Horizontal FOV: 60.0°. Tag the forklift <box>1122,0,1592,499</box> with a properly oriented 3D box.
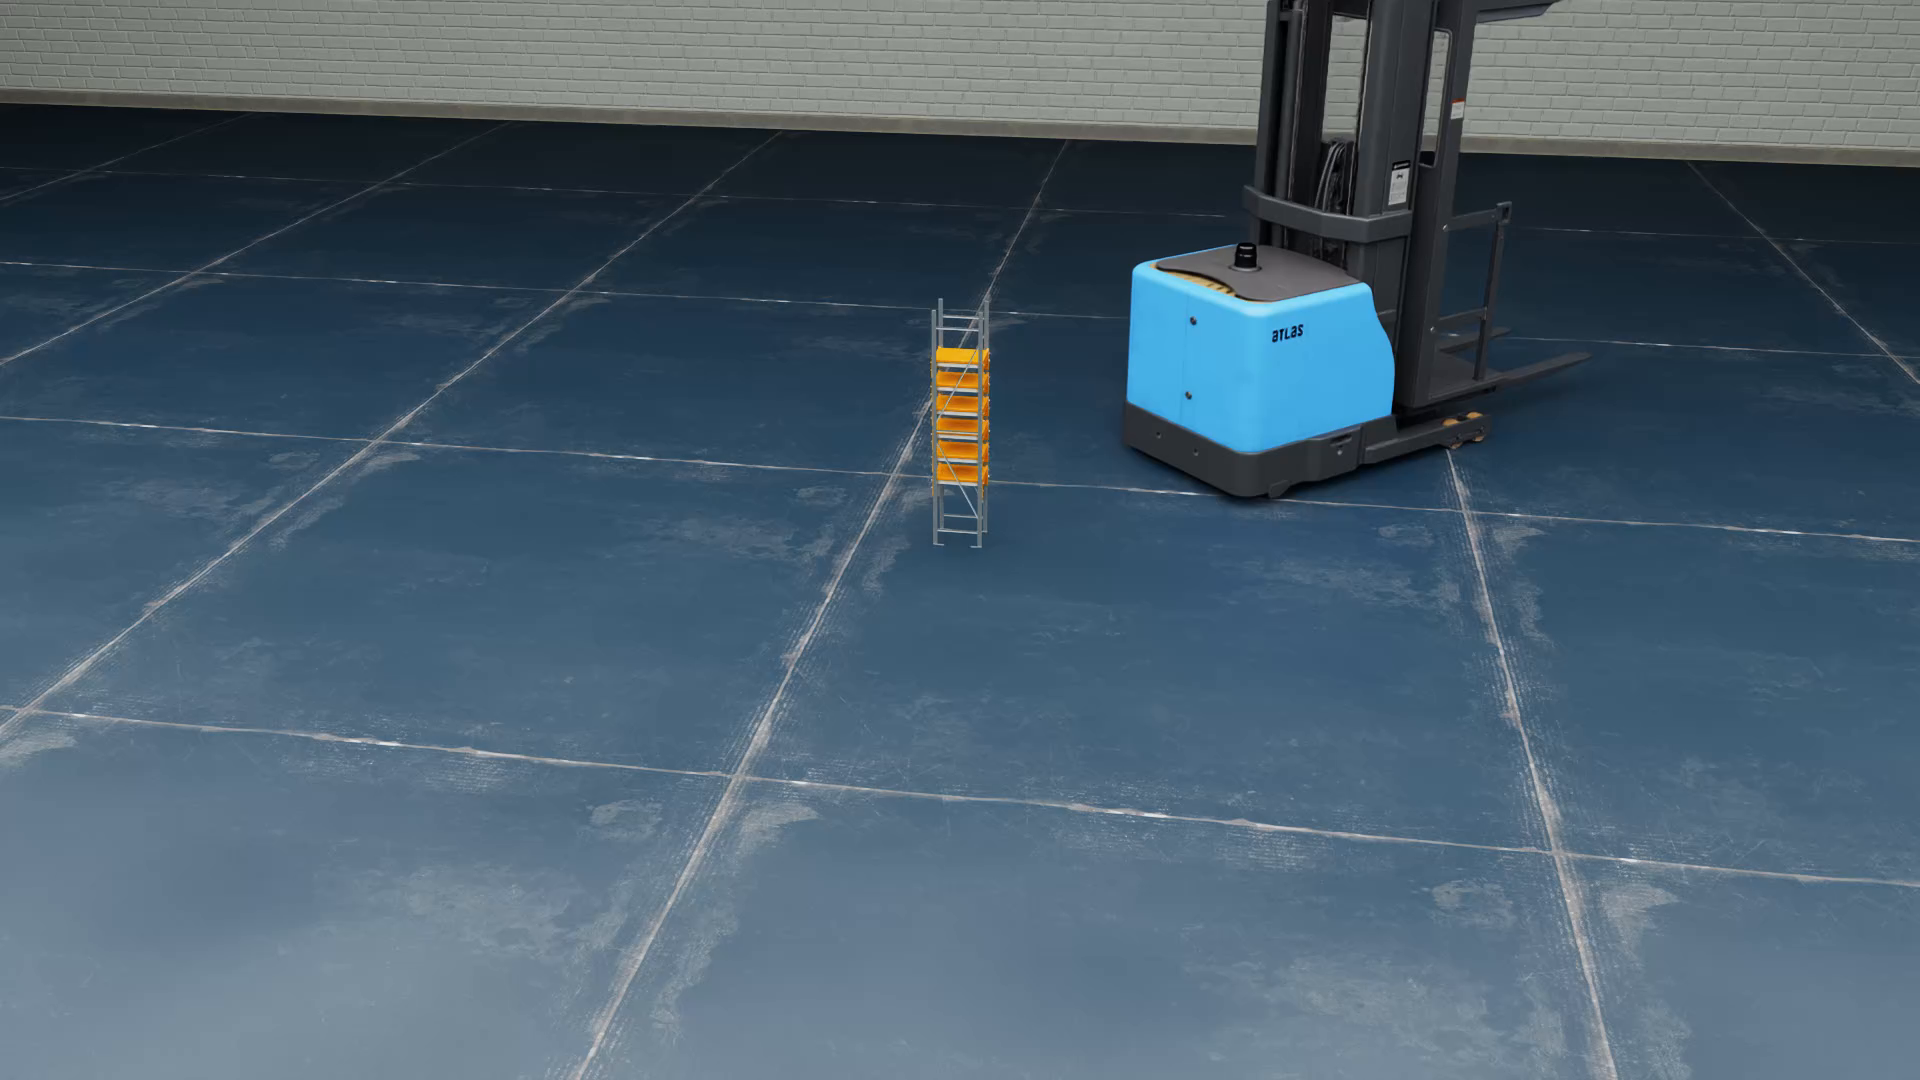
[{"bbox_3d":[2.411,-2.008,9.083,3.031,2.935,1.130,-16,29,-30],"label":"forklift"}]

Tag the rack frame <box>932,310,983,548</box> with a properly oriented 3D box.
[{"bbox_3d":[-0.013,-0.511,7.927,0.240,1.200,0.006,4,25,9],"label":"rack frame"}]

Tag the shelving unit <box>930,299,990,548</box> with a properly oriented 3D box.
[{"bbox_3d":[0.002,-0.549,8.009,0.258,1.200,0.189,4,25,9],"label":"shelving unit"}]

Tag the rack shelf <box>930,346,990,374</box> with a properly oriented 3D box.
[{"bbox_3d":[0.002,-0.835,7.875,0.258,0.103,0.180,4,25,9],"label":"rack shelf"}]

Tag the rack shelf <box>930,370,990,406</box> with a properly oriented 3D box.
[{"bbox_3d":[0.002,-0.727,7.926,0.258,0.103,0.180,4,25,9],"label":"rack shelf"}]

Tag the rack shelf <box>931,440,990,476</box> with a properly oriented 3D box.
[{"bbox_3d":[0.002,-0.401,8.078,0.258,0.103,0.180,4,25,9],"label":"rack shelf"}]

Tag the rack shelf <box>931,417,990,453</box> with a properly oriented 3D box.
[{"bbox_3d":[0.002,-0.509,8.027,0.258,0.103,0.180,4,25,9],"label":"rack shelf"}]

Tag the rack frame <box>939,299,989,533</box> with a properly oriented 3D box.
[{"bbox_3d":[0.017,-0.588,8.090,0.240,1.200,0.006,4,25,9],"label":"rack frame"}]

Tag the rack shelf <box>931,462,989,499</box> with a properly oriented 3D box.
[{"bbox_3d":[0.002,-0.292,8.129,0.258,0.103,0.180,4,25,9],"label":"rack shelf"}]

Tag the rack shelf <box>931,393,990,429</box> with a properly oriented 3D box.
[{"bbox_3d":[0.002,-0.618,7.977,0.258,0.103,0.180,4,25,9],"label":"rack shelf"}]
